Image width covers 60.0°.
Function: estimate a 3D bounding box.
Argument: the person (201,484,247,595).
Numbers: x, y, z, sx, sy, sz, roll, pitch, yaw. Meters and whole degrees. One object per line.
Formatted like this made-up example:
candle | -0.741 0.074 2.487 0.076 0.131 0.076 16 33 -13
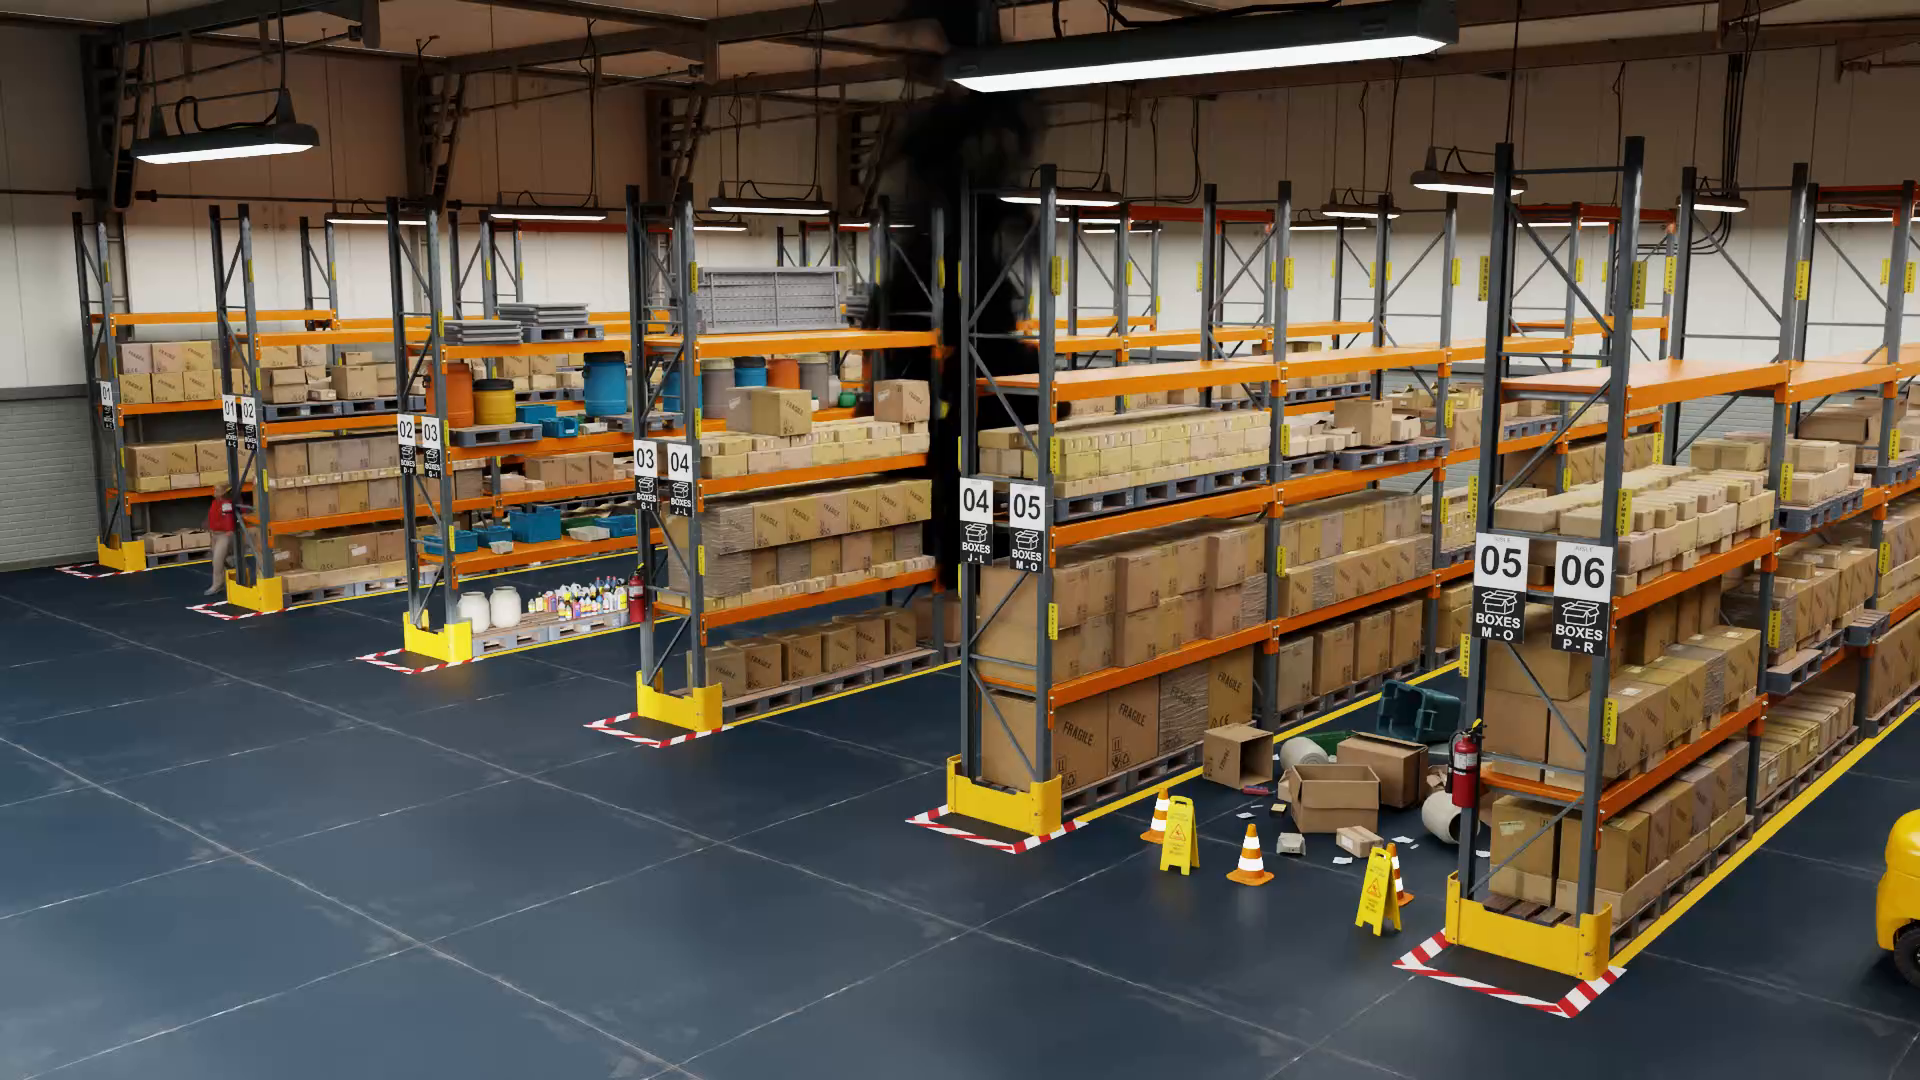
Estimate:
person | -11.624 -0.035 26.365 0.669 1.725 0.869 6 11 30
